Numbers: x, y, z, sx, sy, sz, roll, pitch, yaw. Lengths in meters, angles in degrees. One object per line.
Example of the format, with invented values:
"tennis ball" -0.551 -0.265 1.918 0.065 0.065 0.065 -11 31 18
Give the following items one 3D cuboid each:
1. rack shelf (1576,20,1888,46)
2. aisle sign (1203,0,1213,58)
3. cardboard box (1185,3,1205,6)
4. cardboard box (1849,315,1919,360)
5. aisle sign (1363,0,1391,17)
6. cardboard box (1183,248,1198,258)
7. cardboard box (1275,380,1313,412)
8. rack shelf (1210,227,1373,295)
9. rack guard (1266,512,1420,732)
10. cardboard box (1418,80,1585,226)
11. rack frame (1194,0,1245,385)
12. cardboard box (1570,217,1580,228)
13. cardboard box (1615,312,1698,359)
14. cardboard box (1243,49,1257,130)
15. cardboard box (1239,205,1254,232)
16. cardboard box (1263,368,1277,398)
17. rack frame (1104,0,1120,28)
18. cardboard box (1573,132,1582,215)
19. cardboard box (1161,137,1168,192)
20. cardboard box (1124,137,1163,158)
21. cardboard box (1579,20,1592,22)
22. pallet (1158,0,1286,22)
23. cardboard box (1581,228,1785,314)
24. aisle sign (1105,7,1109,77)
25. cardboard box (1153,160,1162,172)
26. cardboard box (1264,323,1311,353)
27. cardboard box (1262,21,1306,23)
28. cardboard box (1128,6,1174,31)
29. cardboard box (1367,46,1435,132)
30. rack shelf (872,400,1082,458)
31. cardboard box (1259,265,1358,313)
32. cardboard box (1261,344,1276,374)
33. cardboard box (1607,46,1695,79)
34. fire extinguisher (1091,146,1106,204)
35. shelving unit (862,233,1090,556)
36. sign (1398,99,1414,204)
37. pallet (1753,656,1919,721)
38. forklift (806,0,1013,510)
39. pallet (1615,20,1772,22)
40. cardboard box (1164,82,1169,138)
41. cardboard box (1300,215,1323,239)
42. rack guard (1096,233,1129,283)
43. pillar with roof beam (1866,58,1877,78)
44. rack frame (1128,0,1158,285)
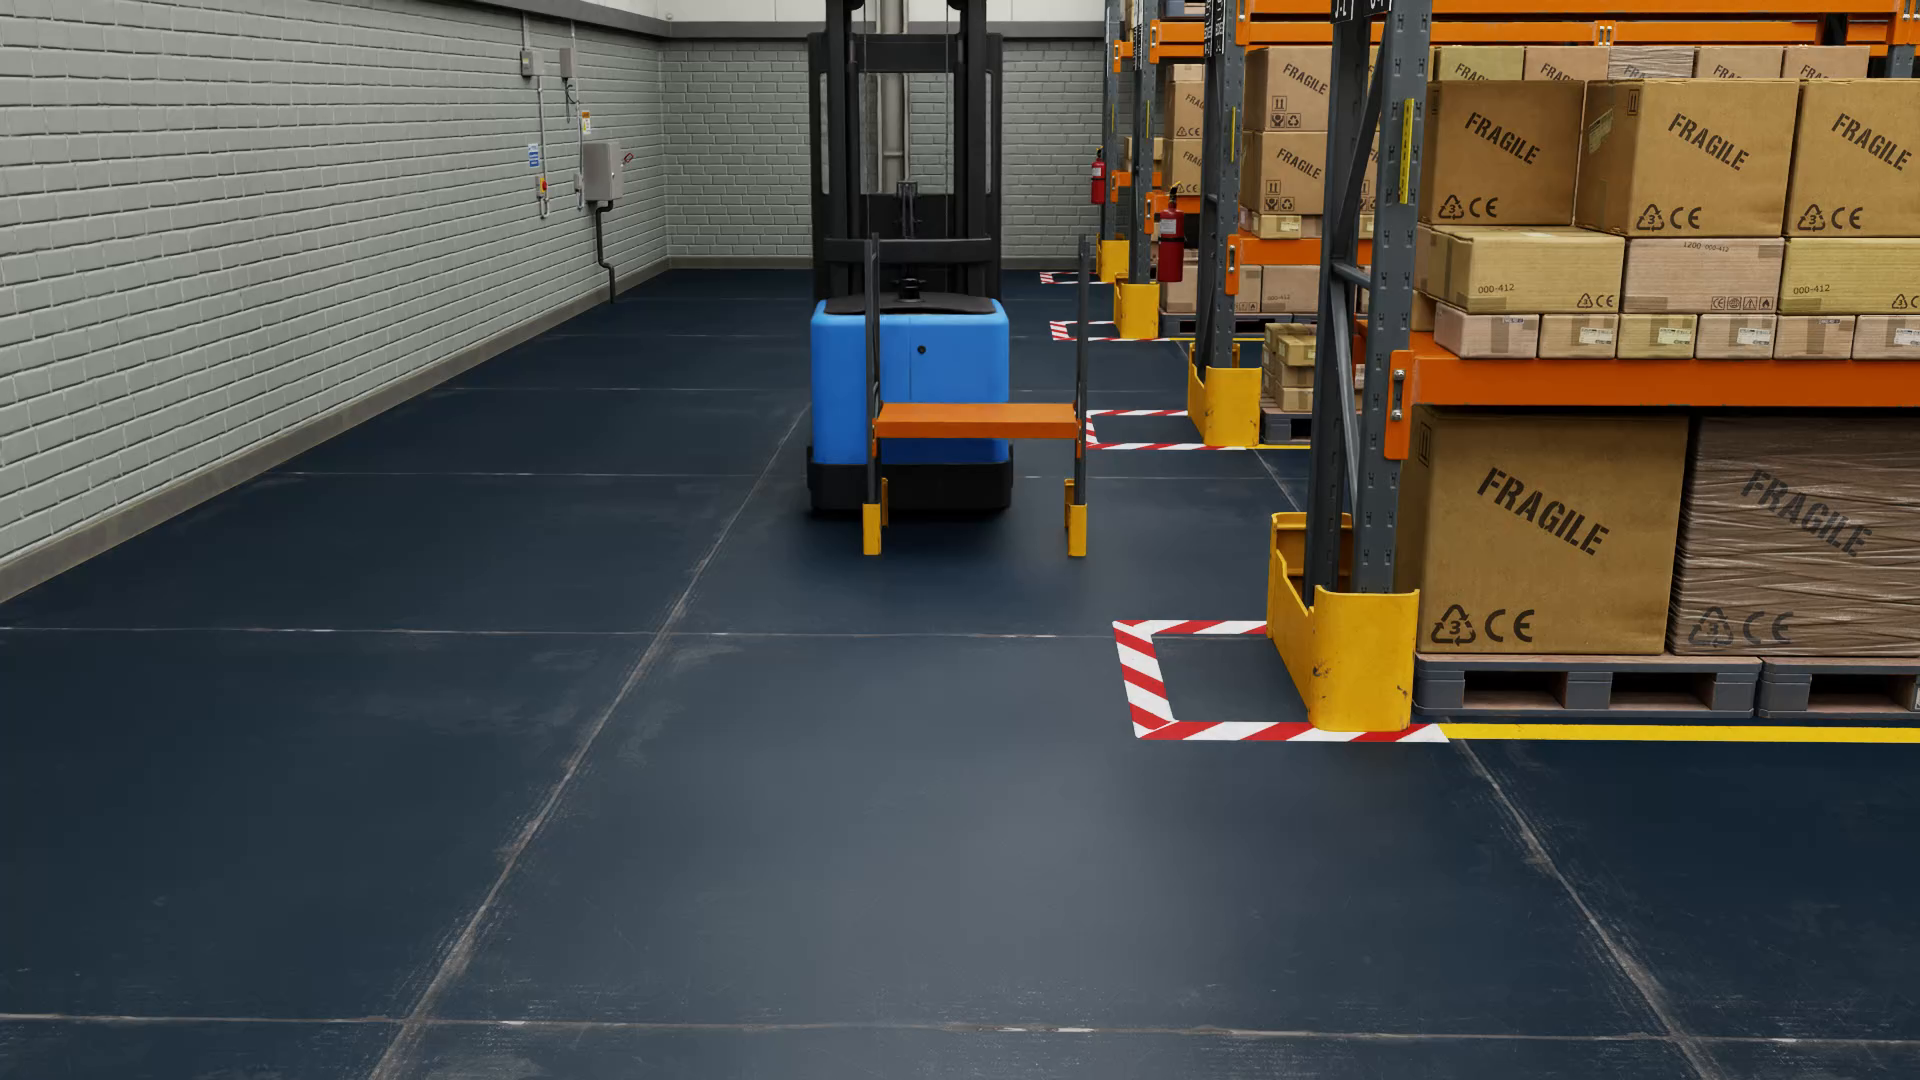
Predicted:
"rack shelf" 7.699 -4.520 15.123 4.000 0.370 1.077 0 15 1
"aisle sign" 1.611 -3.528 10.735 0.004 0.787 0.394 0 15 1
"cardboard box" 2.769 -6.411 19.610 0.500 0.250 0.500 0 15 1
"cardboard box" 3.080 -0.714 5.658 0.250 0.149 0.380 0 15 1
"aisle sign" 1.369 -2.110 5.363 0.004 0.787 0.394 0 15 1
"cardboard box" 2.857 -3.506 20.515 0.250 0.149 0.380 0 15 -1
"cardboard box" 2.191 -0.933 10.762 0.250 0.149 0.380 1 15 3
"rack shelf" 3.675 -1.833 10.817 4.000 0.370 1.077 0 15 1
"rack guard" 1.424 0.279 6.302 0.348 0.500 1.175 0 15 1
"cardboard box" 1.942 -1.427 6.110 0.500 0.500 0.500 1 15 2
"rack frame" 1.676 -2.194 10.775 0.127 3.000 1.000 0 15 1
"cardboard box" 2.446 -1.062 6.196 0.500 0.250 0.500 0 15 0
"cardboard box" 2.307 -0.719 5.676 0.250 0.149 0.380 0 15 0
"cardboard box" 2.140 -2.930 10.826 0.500 0.500 0.500 0 15 0
"cardboard box" 2.009 -2.142 11.072 0.250 0.149 0.380 0 15 1
"cardboard box" 2.207 -1.068 11.273 0.250 0.149 0.380 1 15 2
"rack frame" 1.824 -7.623 19.595 0.127 3.000 1.000 0 15 1
"cardboard box" 3.652 -2.307 10.426 0.500 0.500 0.500 0 15 0
"cardboard box" 2.190 -3.569 15.793 0.500 0.500 0.500 0 15 2
"cardboard box" 2.291 -4.859 20.586 0.500 0.250 0.500 1 15 3
"cardboard box" 7.428 -6.307 19.959 0.250 0.149 0.380 0 15 2
"pallet" 2.443 -4.862 15.182 1.213 0.211 1.003 0 15 1
"cardboard box" 2.441 -0.927 5.685 0.500 0.250 0.500 0 15 1
"aisle sign" 1.749 -5.905 19.746 0.004 0.787 0.394 0 15 1
"cardboard box" 2.401 -4.539 20.157 0.250 0.149 0.380 1 15 3
"cardboard box" 2.212 -1.367 11.241 0.250 0.149 0.380 1 15 2
"cardboard box" 3.799 -6.170 19.676 0.500 0.250 0.500 0 15 1
"cardboard box" 2.261 -6.172 19.683 0.500 0.250 0.500 0 15 1
"cardboard box" 2.622 -2.797 10.323 0.500 0.500 0.500 1 15 3
"rack shelf" 0.085 -0.551 8.192 1.000 0.185 0.538 0 15 1
"cardboard box" 3.279 -2.438 15.901 0.875 0.438 0.875 1 15 3
"cardboard box" 2.211 -1.231 11.310 0.250 0.149 0.380 0 15 0
"cardboard box" 4.170 -2.786 10.282 0.500 0.500 0.500 1 15 3
"fire extinguisher" 1.665 -4.388 19.974 0.183 0.674 0.296 0 15 1
"shelving unit" 0.076 -0.725 8.147 1.083 1.500 0.587 0 15 1
"sign" 1.428 -1.245 5.326 0.005 0.325 0.100 0 15 1
"pallet" 3.466 0.413 6.362 1.213 0.211 1.003 0 15 1
"forklift" -0.316 -1.895 9.778 1.130 2.935 3.031 -1 15 -2
"pallet" 6.618 -4.795 15.130 1.217 0.209 0.805 0 15 -1
"cardboard box" 2.189 -4.046 15.640 0.500 0.500 0.500 1 15 3
"cardboard box" 2.247 -1.995 10.516 0.250 0.149 0.380 1 15 3
"rack guard" 1.900 -3.513 20.677 0.348 0.500 1.175 0 15 1
"pillar with roof beam" 11.038 -6.695 16.075 0.400 9.000 9.100 0 15 1
"rack frame" 1.701 -3.457 15.562 0.127 3.000 1.000 0 15 1
